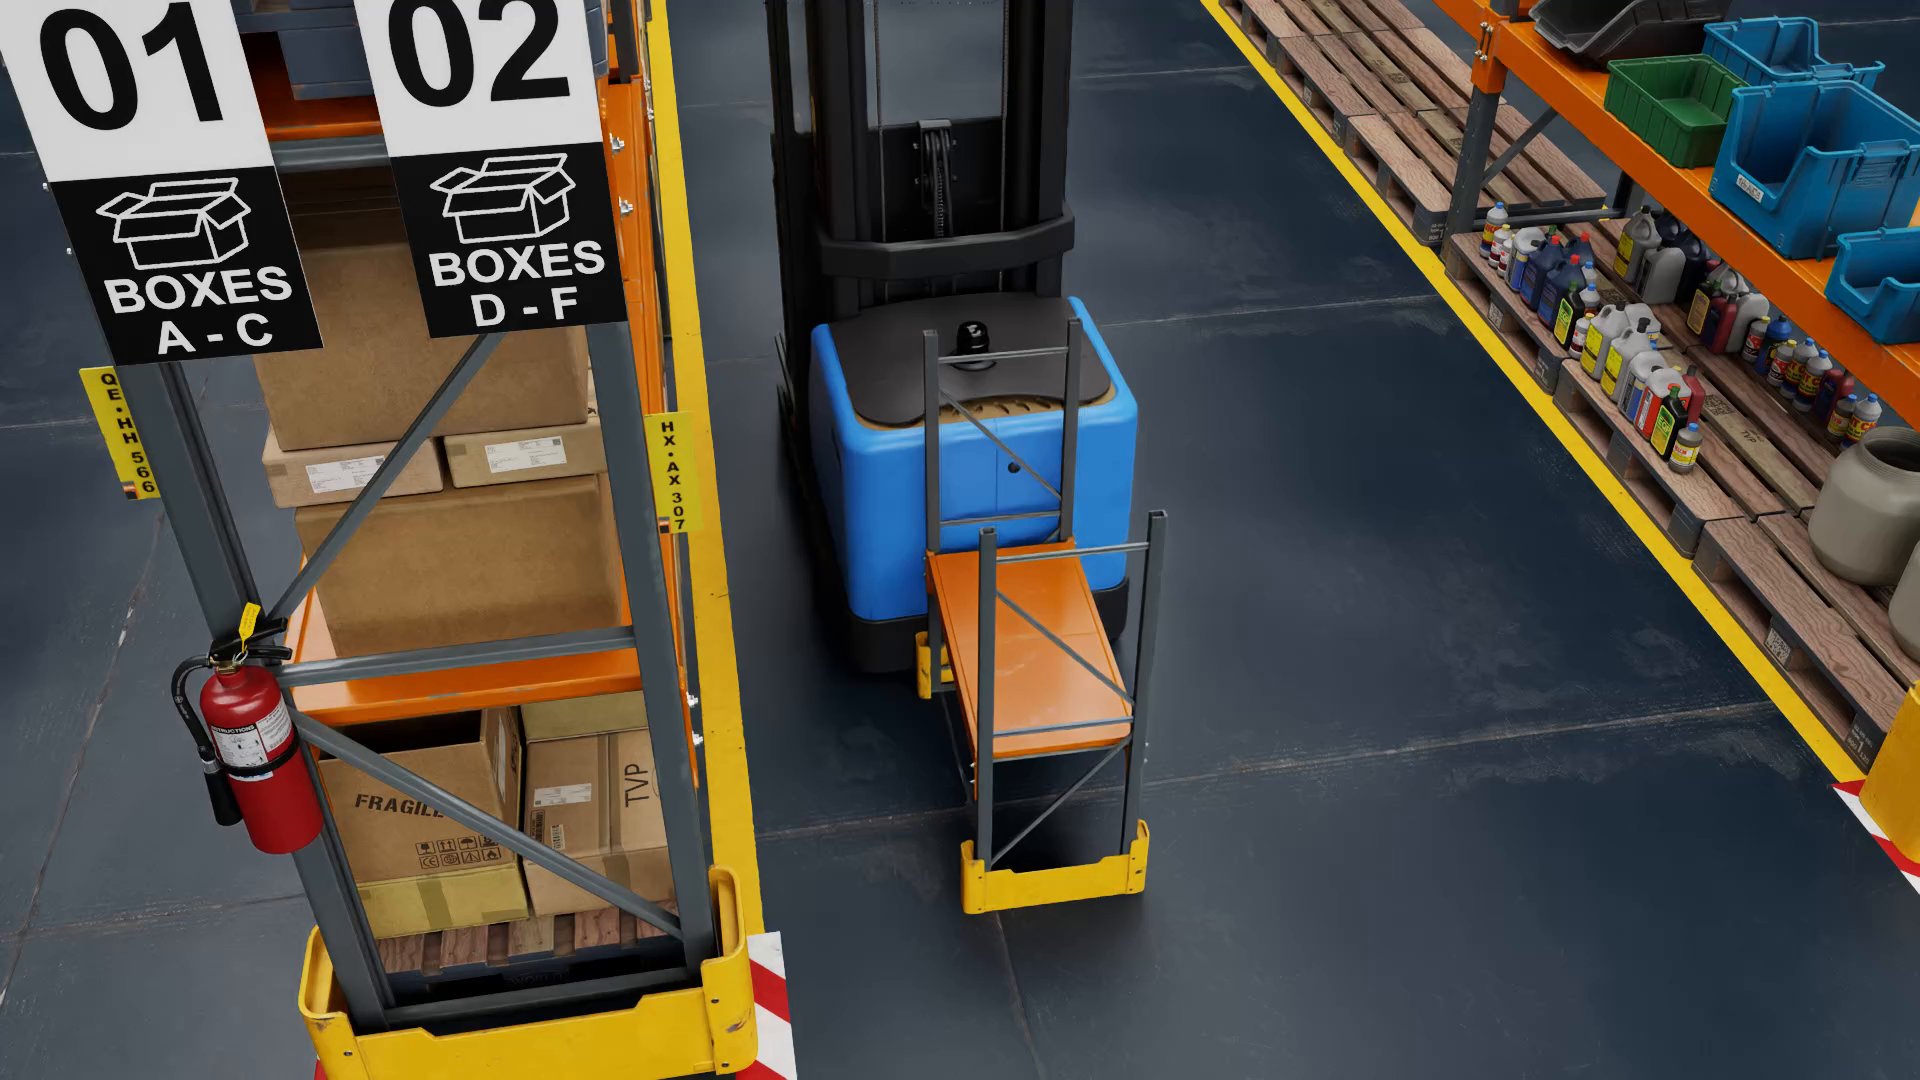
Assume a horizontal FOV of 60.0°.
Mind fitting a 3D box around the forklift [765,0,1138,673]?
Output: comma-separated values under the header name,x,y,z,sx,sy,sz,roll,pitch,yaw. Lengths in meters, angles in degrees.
name,x,y,z,sx,sy,sz,roll,pitch,yaw
forklift,-0.191,-1.582,6.397,1.130,2.935,3.031,-8,38,-10

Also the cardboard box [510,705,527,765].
name,x,y,z,sx,sy,sz,roll,pitch,yaw
cardboard box,-1.671,0.609,5.421,0.500,0.250,0.500,-6,38,-8

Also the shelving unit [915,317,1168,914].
name,x,y,z,sx,sy,sz,roll,pitch,yaw
shelving unit,0.215,0.232,5.229,0.587,1.500,1.083,-6,38,-7

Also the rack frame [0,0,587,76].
name,x,y,z,sx,sy,sz,roll,pitch,yaw
rack frame,-1.187,-2.088,2.102,1.000,3.000,0.127,-6,38,-8

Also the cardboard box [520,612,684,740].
name,x,y,z,sx,sy,sz,roll,pitch,yaw
cardboard box,-1.151,0.256,5.264,0.500,0.500,0.500,-6,38,-8

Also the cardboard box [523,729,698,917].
name,x,y,z,sx,sy,sz,roll,pitch,yaw
cardboard box,-1.062,0.854,5.105,0.500,0.250,0.500,-6,38,-8

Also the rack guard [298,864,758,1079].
name,x,y,z,sx,sy,sz,roll,pitch,yaw
rack guard,-1.182,1.283,4.691,1.175,0.500,0.348,-6,38,-8

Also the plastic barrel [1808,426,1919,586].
name,x,y,z,sx,sy,sz,roll,pitch,yaw
plastic barrel,3.412,-0.125,6.151,0.421,0.512,0.421,0,38,0

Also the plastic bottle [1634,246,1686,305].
name,x,y,z,sx,sy,sz,roll,pitch,yaw
plastic bottle,3.278,-1.258,7.786,0.152,0.276,0.135,-6,38,-8

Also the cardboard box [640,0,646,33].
name,x,y,z,sx,sy,sz,roll,pitch,yaw
cardboard box,-2.157,-3.249,9.929,0.500,0.311,0.500,-7,38,-9

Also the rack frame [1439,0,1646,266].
name,x,y,z,sx,sy,sz,roll,pitch,yaw
rack frame,2.989,-2.665,7.735,1.000,3.000,0.127,-6,38,-8

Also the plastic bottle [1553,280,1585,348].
name,x,y,z,sx,sy,sz,roll,pitch,yaw
plastic bottle,2.743,-1.016,7.468,0.061,0.283,0.133,-5,38,-6

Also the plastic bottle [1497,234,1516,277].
name,x,y,z,sx,sy,sz,roll,pitch,yaw
plastic bottle,2.649,-1.371,7.992,0.097,0.201,0.097,0,38,0

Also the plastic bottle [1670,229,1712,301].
name,x,y,z,sx,sy,sz,roll,pitch,yaw
plastic bottle,3.420,-1.319,7.803,0.144,0.351,0.185,-8,39,-10

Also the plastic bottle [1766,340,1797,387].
name,x,y,z,sx,sy,sz,roll,pitch,yaw
plastic bottle,3.585,-0.774,7.223,0.097,0.201,0.097,0,38,0

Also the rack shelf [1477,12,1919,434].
name,x,y,z,sx,sy,sz,roll,pitch,yaw
rack shelf,3.340,-1.173,6.401,1.077,0.370,4.000,-6,38,-8

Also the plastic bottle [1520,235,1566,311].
name,x,y,z,sx,sy,sz,roll,pitch,yaw
plastic bottle,2.722,-1.261,7.728,0.144,0.351,0.185,-5,38,-7

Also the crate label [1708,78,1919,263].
name,x,y,z,sx,sy,sz,roll,pitch,yaw
crate label,3.102,-1.346,6.008,0.502,0.435,0.616,-6,38,-8

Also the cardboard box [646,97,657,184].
name,x,y,z,sx,sy,sz,roll,pitch,yaw
cardboard box,-1.798,-2.015,8.341,0.500,0.311,0.500,-7,38,-8

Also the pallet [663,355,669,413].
name,x,y,z,sx,sy,sz,roll,pitch,yaw
pallet,-1.790,-0.549,7.284,1.003,0.211,1.213,-6,38,-8

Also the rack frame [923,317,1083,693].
name,x,y,z,sx,sy,sz,roll,pitch,yaw
rack frame,0.135,-0.070,5.618,0.500,1.500,0.032,-6,38,-7

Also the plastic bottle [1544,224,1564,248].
name,x,y,z,sx,sy,sz,roll,pitch,yaw
plastic bottle,2.802,-1.346,7.893,0.061,0.283,0.133,-6,38,-8

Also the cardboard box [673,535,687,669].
name,x,y,z,sx,sy,sz,roll,pitch,yaw
cardboard box,-1.240,0.250,5.882,0.500,0.250,0.500,-6,38,-8

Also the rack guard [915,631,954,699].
name,x,y,z,sx,sy,sz,roll,pitch,yaw
rack guard,0.135,0.424,6.000,0.587,0.250,0.087,-6,38,-7

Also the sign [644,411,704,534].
name,x,y,z,sx,sy,sz,roll,pitch,yaw
sign,-0.639,-0.148,3.725,0.100,0.325,0.005,-6,38,-8

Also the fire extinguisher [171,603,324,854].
name,x,y,z,sx,sy,sz,roll,pitch,yaw
fire extinguisher,-1.623,0.433,3.810,0.296,0.674,0.183,-6,38,-8

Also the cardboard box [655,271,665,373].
name,x,y,z,sx,sy,sz,roll,pitch,yaw
cardboard box,-1.591,-0.958,7.437,0.500,0.250,0.500,-6,38,-8

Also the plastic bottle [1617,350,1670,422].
name,x,y,z,sx,sy,sz,roll,pitch,yaw
plastic bottle,2.896,-0.648,7.001,0.152,0.276,0.135,-7,38,-9

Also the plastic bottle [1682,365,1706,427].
name,x,y,z,sx,sy,sz,roll,pitch,yaw
plastic bottle,3.025,-0.579,6.906,0.061,0.283,0.133,-6,38,-8

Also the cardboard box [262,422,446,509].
name,x,y,z,sx,sy,sz,roll,pitch,yaw
cardboard box,-1.441,-0.224,3.984,0.380,0.149,0.250,-7,38,-9

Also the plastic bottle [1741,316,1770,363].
name,x,y,z,sx,sy,sz,roll,pitch,yaw
plastic bottle,3.549,-0.898,7.383,0.097,0.201,0.097,0,38,0

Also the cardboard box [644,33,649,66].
name,x,y,z,sx,sy,sz,roll,pitch,yaw
cardboard box,-2.163,-3.028,10.102,0.500,0.250,0.500,-7,38,-8

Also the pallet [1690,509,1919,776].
name,x,y,z,sx,sy,sz,roll,pitch,yaw
pallet,3.494,0.320,6.166,1.003,0.211,1.213,-6,38,-8

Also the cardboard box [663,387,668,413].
name,x,y,z,sx,sy,sz,roll,pitch,yaw
cardboard box,-1.411,-0.355,6.660,0.500,0.250,0.500,-6,38,-8

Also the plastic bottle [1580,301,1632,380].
name,x,y,z,sx,sy,sz,roll,pitch,yaw
plastic bottle,2.830,-0.890,7.251,0.144,0.351,0.185,-7,38,-8

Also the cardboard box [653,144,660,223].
name,x,y,z,sx,sy,sz,roll,pitch,yaw
cardboard box,-1.803,-1.794,8.513,0.500,0.250,0.500,-5,38,-7

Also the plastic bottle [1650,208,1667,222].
name,x,y,z,sx,sy,sz,roll,pitch,yaw
plastic bottle,3.398,-1.511,8.105,0.061,0.283,0.133,-4,38,-6

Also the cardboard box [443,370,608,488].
name,x,y,z,sx,sy,sz,roll,pitch,yaw
cardboard box,-1.043,-0.274,4.048,0.380,0.149,0.250,-6,38,-8

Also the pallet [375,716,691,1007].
name,x,y,z,sx,sy,sz,roll,pitch,yaw
pallet,-1.362,0.925,5.387,1.003,0.211,1.213,-6,38,-8

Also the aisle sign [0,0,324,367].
name,x,y,z,sx,sy,sz,roll,pitch,yaw
aisle sign,-1.464,-0.674,3.053,0.394,0.787,0.004,-6,38,-8

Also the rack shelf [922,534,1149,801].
name,x,y,z,sx,sy,sz,roll,pitch,yaw
rack shelf,0.217,0.380,5.332,0.538,0.185,1.000,-6,38,-7

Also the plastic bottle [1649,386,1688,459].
name,x,y,z,sx,sy,sz,roll,pitch,yaw
plastic bottle,2.899,-0.481,6.779,0.061,0.283,0.133,-5,38,-7

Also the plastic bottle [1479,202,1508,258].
name,x,y,z,sx,sy,sz,roll,pitch,yaw
plastic bottle,2.614,-1.522,8.129,0.097,0.271,0.097,0,38,0

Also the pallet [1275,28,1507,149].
name,x,y,z,sx,sy,sz,roll,pitch,yaw
pallet,2.596,-2.772,10.147,1.003,0.211,1.213,-6,38,-8

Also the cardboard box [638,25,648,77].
name,x,y,z,sx,sy,sz,roll,pitch,yaw
cardboard box,-1.986,-2.641,9.146,0.500,0.311,0.500,-5,38,-7

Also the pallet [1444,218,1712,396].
name,x,y,z,sx,sy,sz,roll,pitch,yaw
pallet,3.066,-1.154,8.063,1.003,0.211,1.213,-6,38,-8

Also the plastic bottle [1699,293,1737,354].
name,x,y,z,sx,sy,sz,roll,pitch,yaw
plastic bottle,3.396,-0.987,7.431,0.061,0.283,0.133,-6,38,-8

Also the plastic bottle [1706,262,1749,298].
name,x,y,z,sx,sy,sz,roll,pitch,yaw
plastic bottle,3.476,-1.124,7.552,0.144,0.351,0.185,-6,38,-8

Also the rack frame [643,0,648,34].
name,x,y,z,sx,sy,sz,roll,pitch,yaw
rack frame,-2.589,-4.551,10.162,1.000,3.000,0.127,-6,38,-8

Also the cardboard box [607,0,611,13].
name,x,y,z,sx,sy,sz,roll,pitch,yaw
cardboard box,-1.842,-2.593,7.847,0.380,0.149,0.250,-6,38,-8

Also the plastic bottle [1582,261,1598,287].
name,x,y,z,sx,sy,sz,roll,pitch,yaw
plastic bottle,2.867,-1.155,7.657,0.097,0.271,0.097,0,38,0

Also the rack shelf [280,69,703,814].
name,x,y,z,sx,sy,sz,roll,pitch,yaw
rack shelf,-1.537,-0.642,5.718,1.077,0.370,4.000,-6,38,-8

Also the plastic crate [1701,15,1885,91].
name,x,y,z,sx,sy,sz,roll,pitch,yaw
plastic crate,3.451,-1.967,6.958,0.499,0.251,0.616,-6,38,-8

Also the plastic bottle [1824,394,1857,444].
name,x,y,z,sx,sy,sz,roll,pitch,yaw
plastic bottle,3.661,-0.509,6.882,0.097,0.201,0.097,0,38,0

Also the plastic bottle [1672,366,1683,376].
name,x,y,z,sx,sy,sz,roll,pitch,yaw
plastic bottle,3.015,-0.644,7.056,0.097,0.201,0.097,0,38,0

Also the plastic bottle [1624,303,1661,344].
name,x,y,z,sx,sy,sz,roll,pitch,yaw
plastic bottle,2.971,-0.891,7.314,0.152,0.276,0.135,-6,38,-8

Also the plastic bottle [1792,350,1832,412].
name,x,y,z,sx,sy,sz,roll,pitch,yaw
plastic bottle,3.620,-0.681,7.047,0.097,0.271,0.097,0,38,0

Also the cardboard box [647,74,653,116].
name,x,y,z,sx,sy,sz,roll,pitch,yaw
cardboard box,-1.985,-2.414,9.311,0.500,0.250,0.500,-6,38,-7
